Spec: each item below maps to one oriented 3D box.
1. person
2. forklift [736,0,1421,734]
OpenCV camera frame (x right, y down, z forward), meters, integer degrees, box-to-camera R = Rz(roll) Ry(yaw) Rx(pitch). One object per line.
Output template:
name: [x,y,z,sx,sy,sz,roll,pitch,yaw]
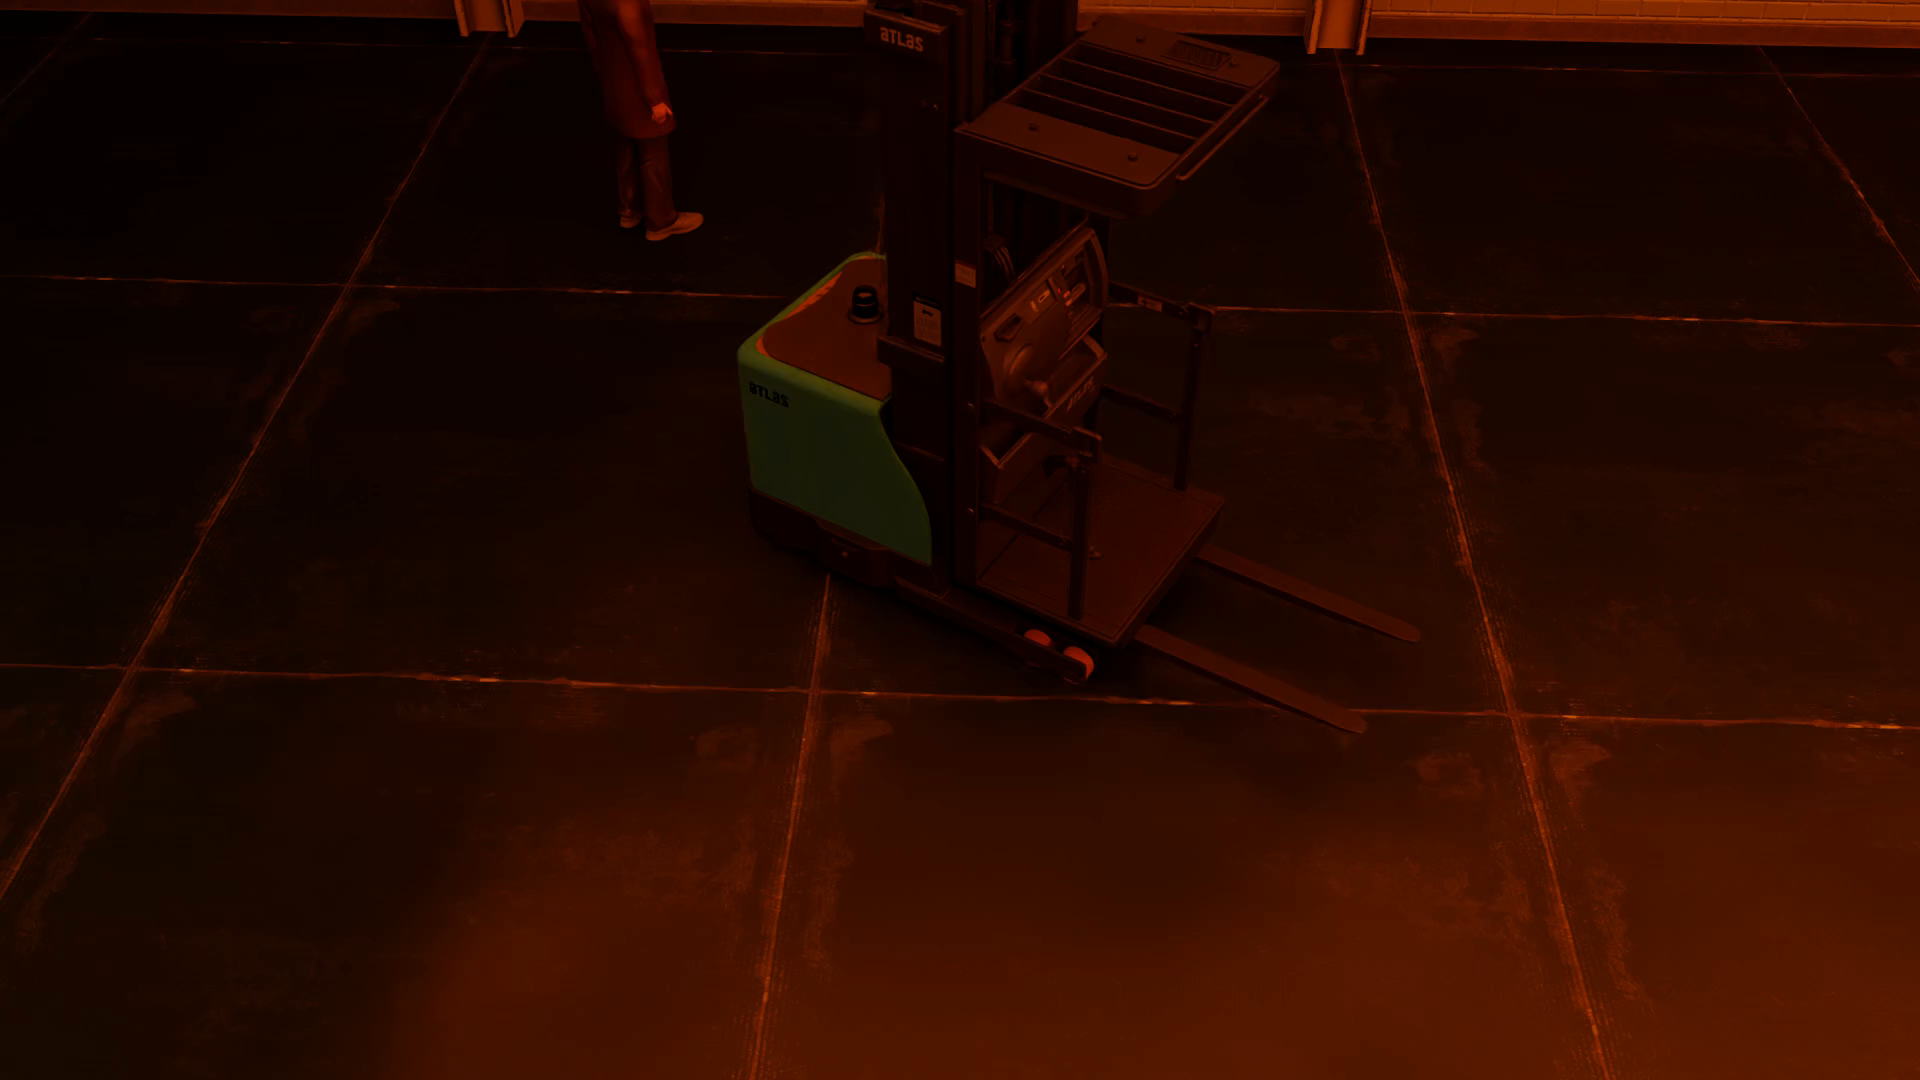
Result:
person: [-1.821,-2.574,9.414,0.405,1.783,0.612,-32,51,-30]
forklift: [0.525,-0.868,6.693,3.031,2.935,1.130,23,47,23]
